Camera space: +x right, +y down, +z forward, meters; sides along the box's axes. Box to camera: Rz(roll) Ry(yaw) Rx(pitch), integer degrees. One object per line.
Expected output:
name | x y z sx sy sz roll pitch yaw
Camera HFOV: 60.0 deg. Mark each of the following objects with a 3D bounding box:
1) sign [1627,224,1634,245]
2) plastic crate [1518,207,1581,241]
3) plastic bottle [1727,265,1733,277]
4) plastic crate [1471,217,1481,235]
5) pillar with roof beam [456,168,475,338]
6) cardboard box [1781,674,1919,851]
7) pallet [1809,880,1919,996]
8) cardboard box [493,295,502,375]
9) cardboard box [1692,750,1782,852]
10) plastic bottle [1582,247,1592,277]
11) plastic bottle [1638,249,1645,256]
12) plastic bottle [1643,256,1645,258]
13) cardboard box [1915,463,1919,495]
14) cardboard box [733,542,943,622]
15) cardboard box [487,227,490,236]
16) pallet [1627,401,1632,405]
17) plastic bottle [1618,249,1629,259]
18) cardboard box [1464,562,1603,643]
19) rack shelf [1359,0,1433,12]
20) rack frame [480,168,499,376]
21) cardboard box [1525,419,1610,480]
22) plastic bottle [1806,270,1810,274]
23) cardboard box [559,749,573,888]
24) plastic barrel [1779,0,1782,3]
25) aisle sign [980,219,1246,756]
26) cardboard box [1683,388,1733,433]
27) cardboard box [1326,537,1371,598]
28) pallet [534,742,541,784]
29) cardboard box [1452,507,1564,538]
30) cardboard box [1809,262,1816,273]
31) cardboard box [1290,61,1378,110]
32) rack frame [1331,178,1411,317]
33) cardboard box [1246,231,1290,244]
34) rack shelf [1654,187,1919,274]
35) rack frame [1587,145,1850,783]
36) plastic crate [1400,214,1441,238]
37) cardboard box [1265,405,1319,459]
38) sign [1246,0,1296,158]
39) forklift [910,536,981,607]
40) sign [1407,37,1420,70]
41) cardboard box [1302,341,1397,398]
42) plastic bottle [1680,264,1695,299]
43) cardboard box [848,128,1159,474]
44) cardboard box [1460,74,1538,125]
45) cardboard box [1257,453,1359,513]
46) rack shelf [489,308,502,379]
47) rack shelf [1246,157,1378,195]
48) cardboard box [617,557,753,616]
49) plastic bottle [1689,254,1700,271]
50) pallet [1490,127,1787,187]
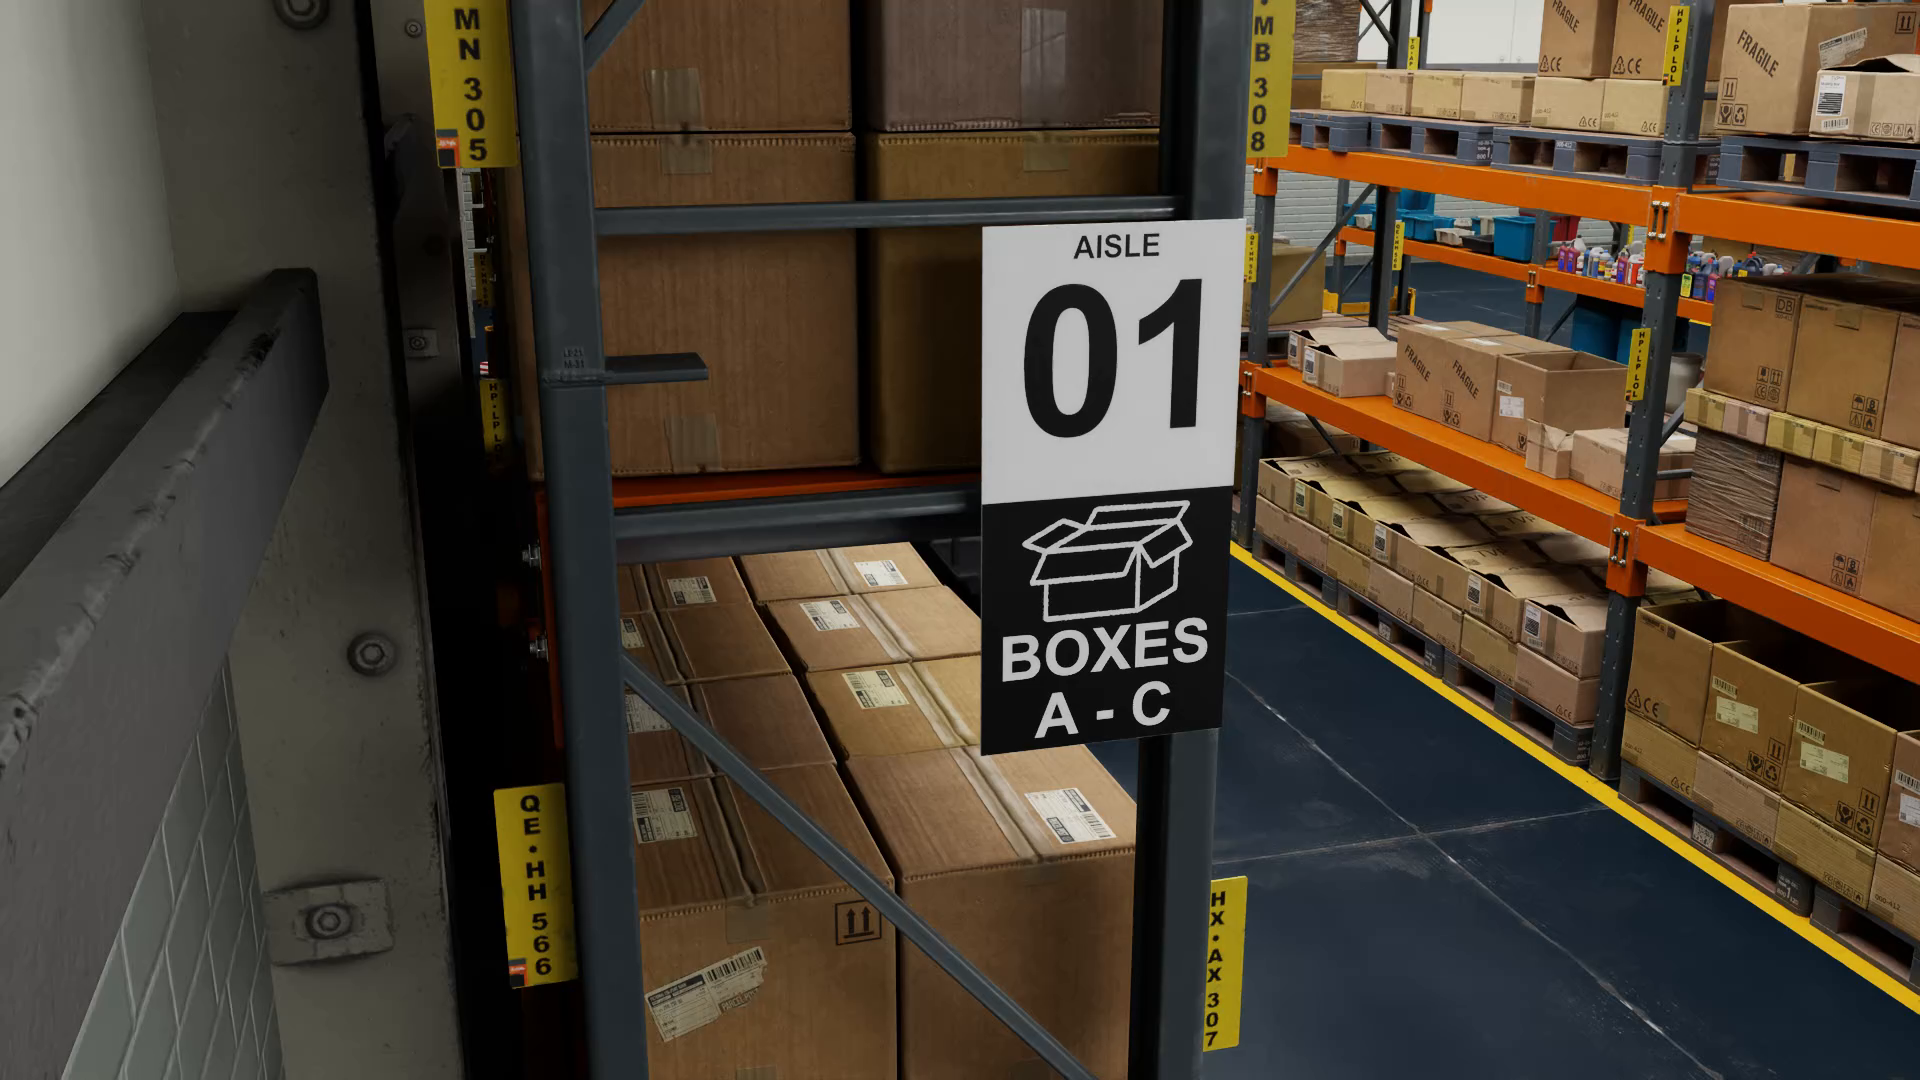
sign | 6.669 -3.097 16.566 0.100 0.325 0.005 -5 17 -15
plastic crate | 6.136 -3.247 17.333 0.402 0.464 0.583 -5 17 -15
plastic bottle | 6.957 -2.371 14.976 0.097 0.201 0.097 0 17 0
plastic crate | 5.852 -3.428 18.338 0.416 0.233 0.300 -5 17 -15
pillar with roof beam | -1.919 -7.136 20.068 9.100 9.000 0.400 -5 17 -15
cardboard box | 3.676 0.868 6.593 0.500 0.500 0.500 -5 17 -15
pallet | 4.092 1.579 6.328 1.003 0.211 1.213 -5 17 -15
cardboard box | -2.670 -1.341 10.478 0.500 0.500 0.500 -5 17 -15
cardboard box | 3.543 1.089 7.162 0.500 0.250 0.500 -5 17 -15
plastic bottle | 5.943 -2.630 15.718 0.097 0.271 0.097 0 17 0
plastic bottle | 6.617 -2.713 16.114 0.097 0.201 0.097 0 17 0
plastic bottle | 6.301 -2.460 15.142 0.152 0.276 0.135 -5 17 -15
cardboard box | 3.820 -0.231 6.204 0.380 0.149 0.250 -5 17 -17
cardboard box | -0.346 0.306 4.642 0.500 0.500 0.500 -4 17 -14
cardboard box | -2.937 -1.981 11.305 0.500 0.250 0.500 -5 17 -17
pallet | 6.312 -1.369 16.143 1.003 0.211 1.213 -5 17 -15
plastic bottle | 6.444 -2.728 16.164 0.097 0.201 0.097 0 17 0
cardboard box | 3.039 0.297 8.825 0.500 0.311 0.500 -4 17 -14
rack shelf | 5.590 -5.812 17.603 1.077 0.370 4.000 -5 17 -15
rack frame | -4.485 -3.244 17.539 1.000 3.000 0.127 -5 17 -15
cardboard box | 3.157 -0.482 8.577 0.396 0.266 0.258 -5 17 -17
plastic bottle | 7.198 -2.161 14.157 0.097 0.271 0.097 0 17 0
cardboard box | -0.840 0.709 4.605 0.500 0.250 0.500 -4 17 -15
plastic barrel | 6.756 -4.339 14.368 0.600 0.901 0.708 -5 17 -15
aisle sign | 0.220 -0.068 2.444 0.394 0.787 0.004 -5 17 -15
cardboard box | 3.462 -0.587 7.390 0.380 0.149 0.250 -5 17 -15
cardboard box | 2.625 0.142 10.315 0.500 0.250 0.500 -5 17 -17
pallet | -1.403 1.195 7.606 1.003 0.211 1.213 -5 17 -15
cardboard box | 3.277 -0.030 9.912 0.500 0.311 0.500 -4 17 -14
cardboard box | 10.550 -2.934 19.469 0.875 0.875 0.875 -5 17 -15
cardboard box | 2.323 -3.027 11.426 0.910 0.500 0.500 -5 17 -15
rack frame | 5.041 -4.028 20.146 1.000 3.000 0.127 -5 17 -15
cardboard box | 2.126 -2.107 12.847 0.700 0.500 0.500 -1 17 -5
rack shelf | 4.124 -0.857 5.626 1.077 0.370 4.000 -5 17 -15
rack frame | 3.575 -0.318 7.796 1.000 3.000 0.127 -5 17 -15
plastic crate | 5.154 -3.518 18.635 0.416 0.233 0.300 -5 17 -15
cardboard box | 2.476 -0.731 12.751 0.500 0.500 0.500 -5 18 -17
sign | 0.434 -0.717 2.391 0.100 0.325 0.005 -5 17 -15
forklift | 0.379 -1.017 10.242 1.130 2.935 3.031 -4 17 -14
sign | 3.011 -3.188 11.101 0.100 0.325 0.005 -5 17 -15
cardboard box | 2.535 -1.119 10.618 0.500 0.311 0.500 -5 17 -16
plastic bottle | 6.316 -2.241 14.402 0.061 0.283 0.133 -5 17 -15
cardboard box | 0.061 -0.425 2.730 0.500 0.500 0.500 -4 17 -14
cardboard box | 3.108 -2.417 9.102 0.500 0.250 0.500 -6 18 -20
cardboard box | 2.337 -0.409 11.174 0.500 0.311 0.500 -4 17 -13
rack shelf | -2.836 -1.240 12.117 1.077 0.370 4.000 -5 17 -15
rack shelf | 1.926 -3.069 12.993 1.077 0.370 4.000 -5 17 -15
cardboard box | -0.835 0.349 4.499 0.500 0.500 0.500 -4 17 -14
plastic bottle | 6.720 -2.483 15.229 0.097 0.271 0.097 0 17 0
pallet | 3.320 -1.906 8.201 0.805 0.209 1.217 -5 18 -17
